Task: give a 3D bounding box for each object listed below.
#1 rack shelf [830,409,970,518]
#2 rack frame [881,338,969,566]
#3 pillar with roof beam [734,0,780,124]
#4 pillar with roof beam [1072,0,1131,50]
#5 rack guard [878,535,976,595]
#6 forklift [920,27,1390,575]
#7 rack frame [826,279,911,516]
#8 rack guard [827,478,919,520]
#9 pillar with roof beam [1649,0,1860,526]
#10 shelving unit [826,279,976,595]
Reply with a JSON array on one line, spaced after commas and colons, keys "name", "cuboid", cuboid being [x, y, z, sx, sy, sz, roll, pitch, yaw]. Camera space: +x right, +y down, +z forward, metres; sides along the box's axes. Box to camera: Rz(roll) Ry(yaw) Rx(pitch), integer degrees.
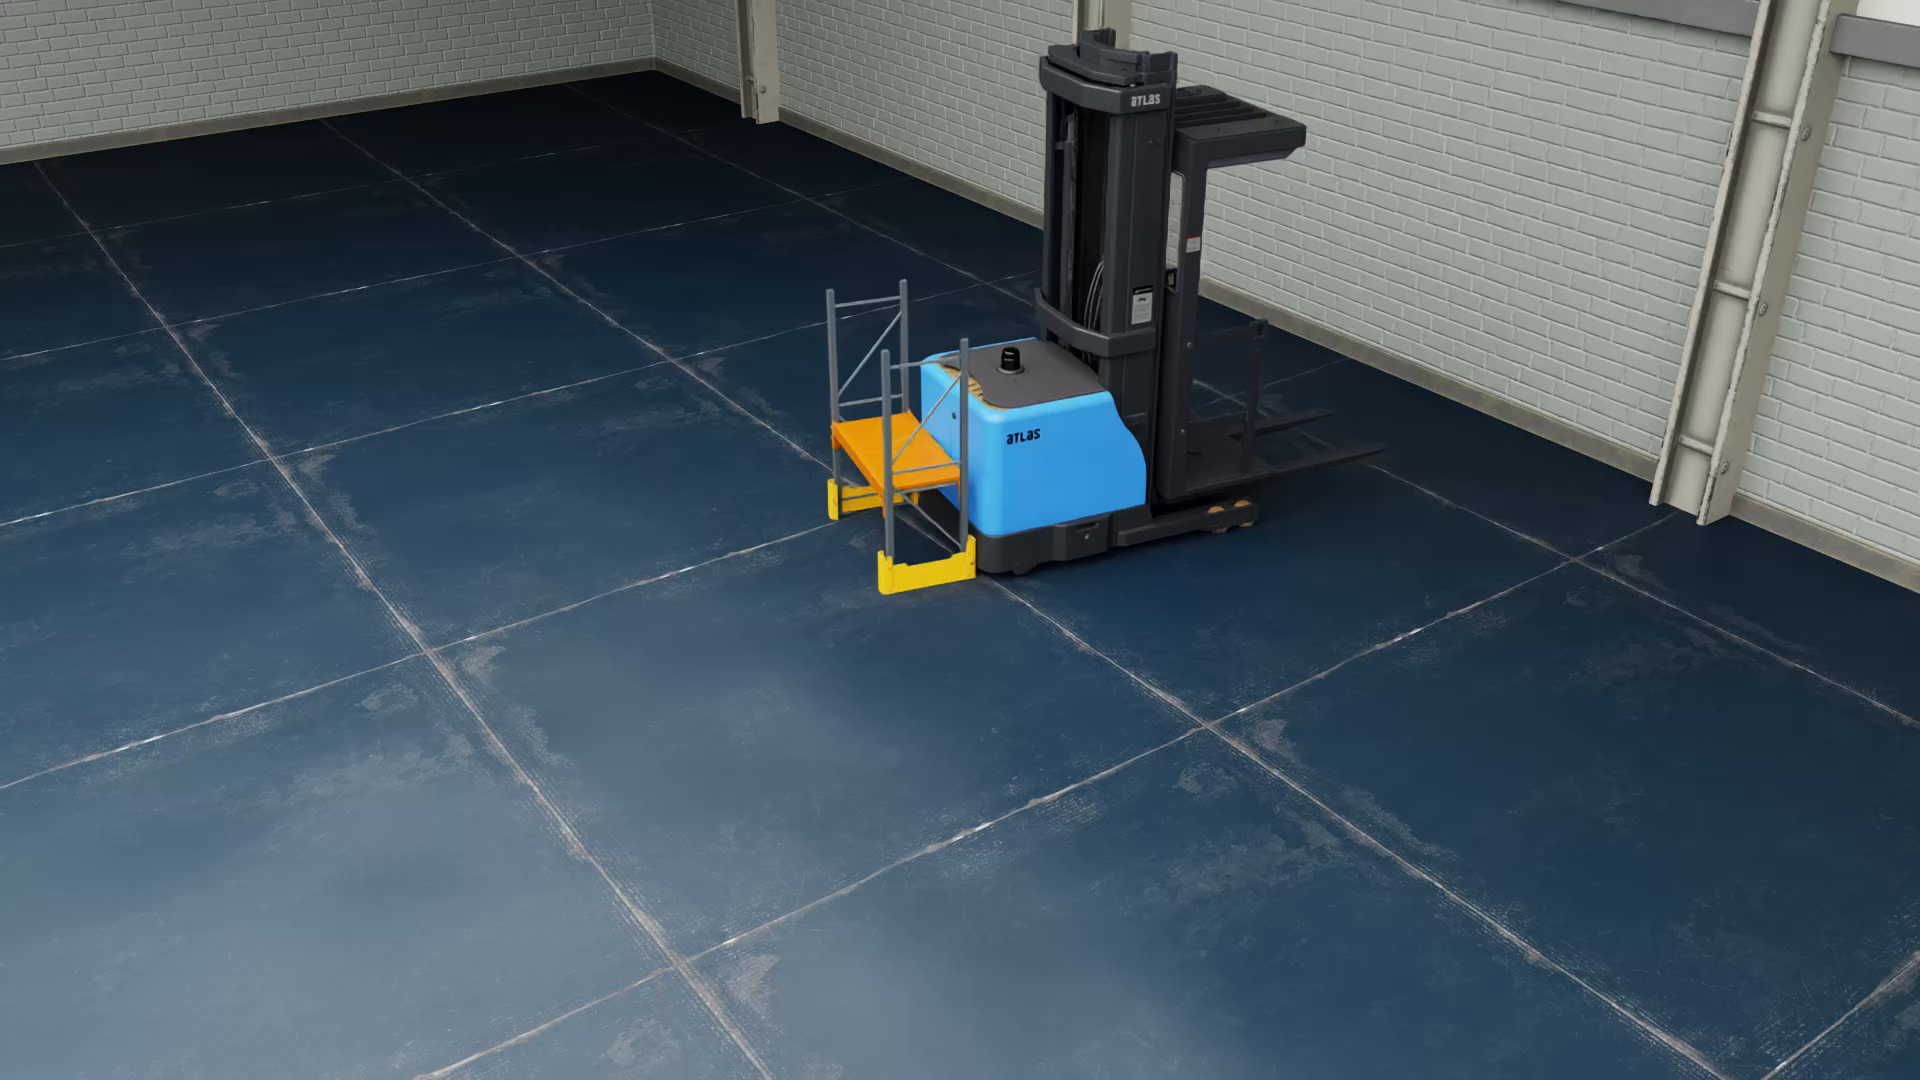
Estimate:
[{"name": "rack shelf", "cuboid": [-0.372, -0.473, 9.926, 0.538, 0.185, 1.000, -10, 30, -18]}, {"name": "rack frame", "cuboid": [-0.191, -0.404, 9.423, 0.500, 1.500, 0.032, -10, 30, -18]}, {"name": "pillar with roof beam", "cuboid": [-5.802, -7.635, 14.878, 9.100, 9.000, 0.400, -19, 34, -31]}, {"name": "pillar with roof beam", "cuboid": [-2.321, -5.302, 10.584, 9.100, 9.000, 0.400, -19, 34, -31]}, {"name": "rack guard", "cuboid": [-0.191, 0.145, 9.722, 0.587, 0.250, 0.087, -10, 30, -18]}, {"name": "forklift", "cuboid": [1.309, -1.544, 10.023, 3.031, 2.935, 1.130, -13, 31, -22]}, {"name": "rack frame", "cuboid": [-0.554, -0.857, 10.257, 0.500, 1.500, 0.032, -10, 30, -18]}, {"name": "rack guard", "cuboid": [-0.547, -0.299, 10.539, 0.587, 0.250, 0.087, -10, 30, -18]}, {"name": "pillar with roof beam", "cuboid": [1.159, -2.969, 6.289, 9.100, 9.000, 0.400, -19, 34, -31]}, {"name": "shelving unit", "cuboid": [-0.369, -0.627, 9.832, 0.587, 1.500, 1.083, -10, 30, -18]}]
